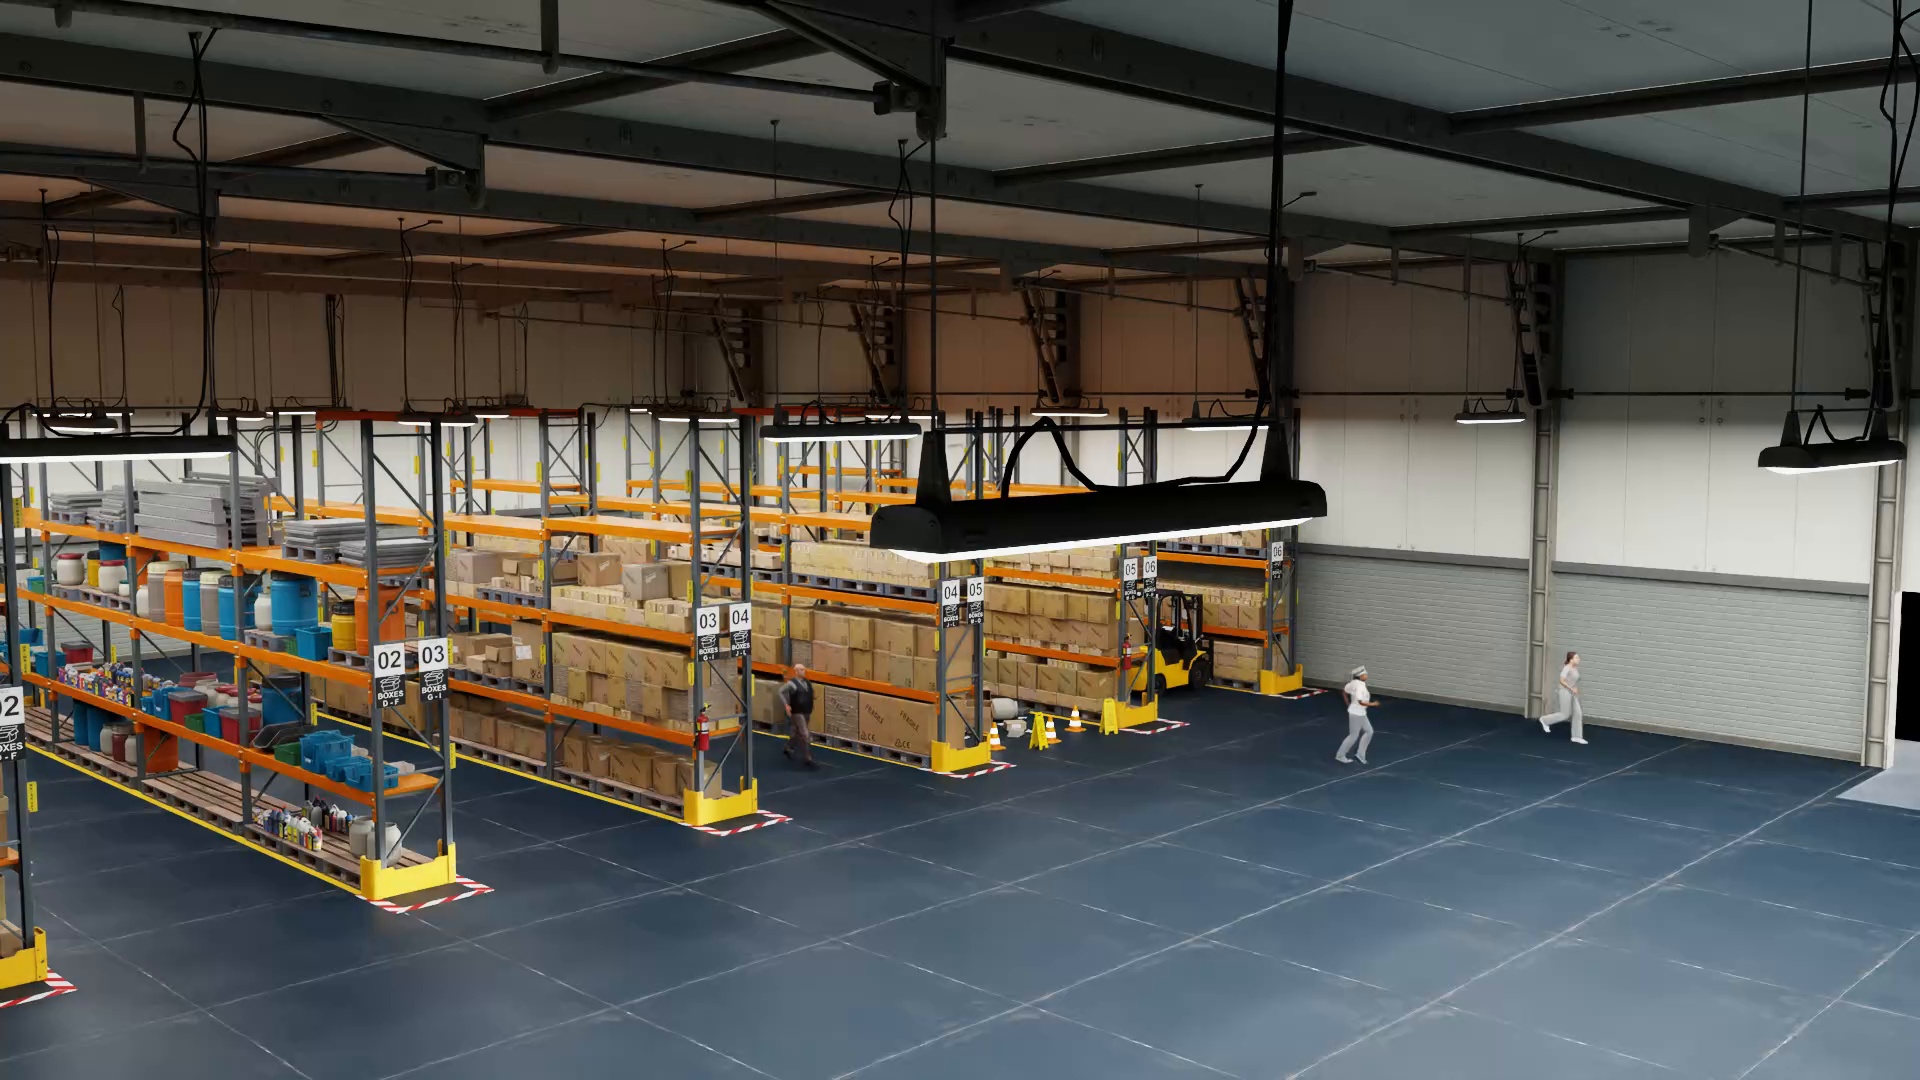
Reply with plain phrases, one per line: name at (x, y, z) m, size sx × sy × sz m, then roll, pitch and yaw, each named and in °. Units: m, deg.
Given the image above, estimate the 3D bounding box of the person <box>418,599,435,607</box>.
person at (-12.675, 1.976, 39.552) m, size 0.777 × 1.740 × 0.839 m, roll 2°, pitch 6°, yaw 25°

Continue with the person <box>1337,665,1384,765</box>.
person at (6.802, 2.997, 28.257) m, size 0.762 × 1.756 × 0.562 m, roll 1°, pitch 5°, yaw 9°

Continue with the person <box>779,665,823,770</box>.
person at (-2.677, 2.961, 28.045) m, size 0.948 × 1.713 × 0.580 m, roll 4°, pitch 6°, yaw 36°

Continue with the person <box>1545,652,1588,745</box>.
person at (11.062, 2.848, 30.220) m, size 0.814 × 1.653 × 0.589 m, roll 4°, pitch 7°, yaw 39°
